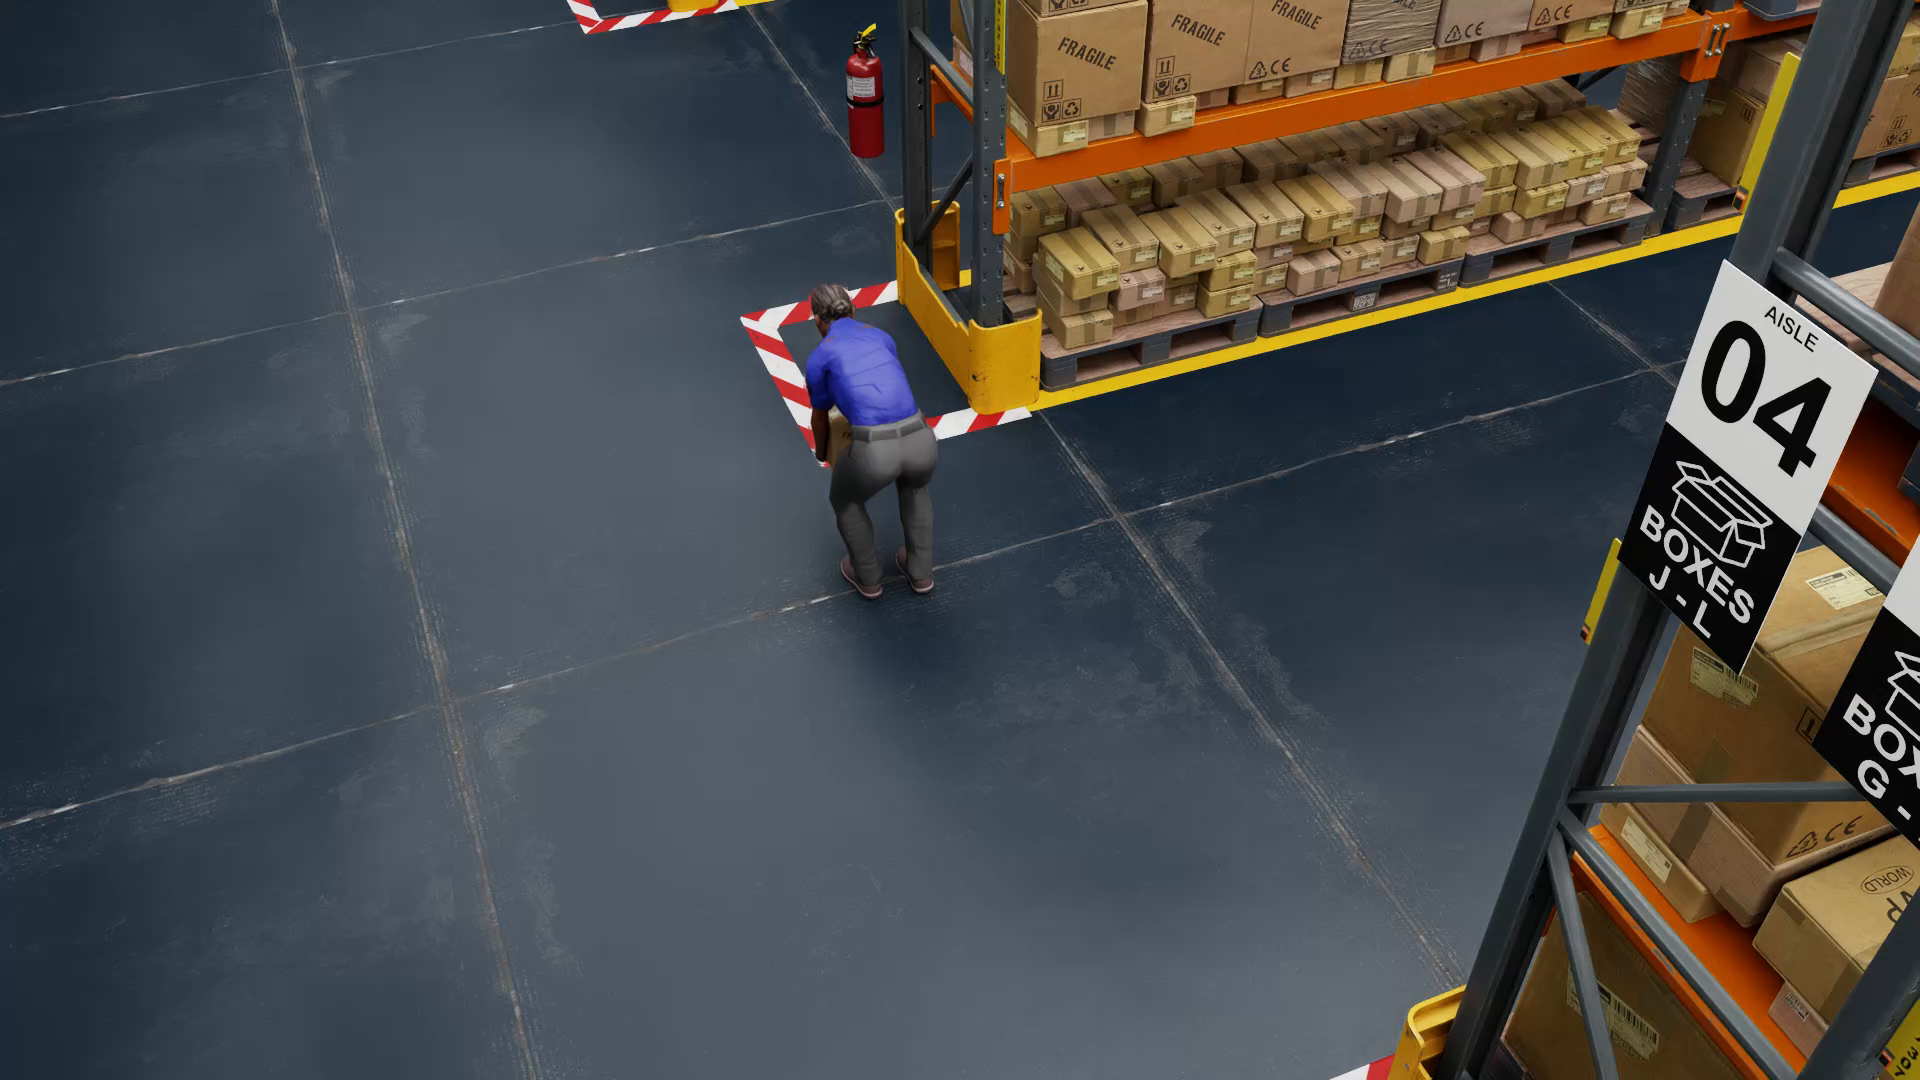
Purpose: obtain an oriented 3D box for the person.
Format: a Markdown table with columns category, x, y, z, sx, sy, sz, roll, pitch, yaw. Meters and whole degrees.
| category | x | y | z | sx | sy | sz | roll | pitch | yaw |
| --- | --- | --- | --- | --- | --- | --- | --- | --- | --- |
| person | -0.380 | -0.380 | 6.916 | 0.425 | 1.221 | 0.824 | -17 | 45 | -18 |
